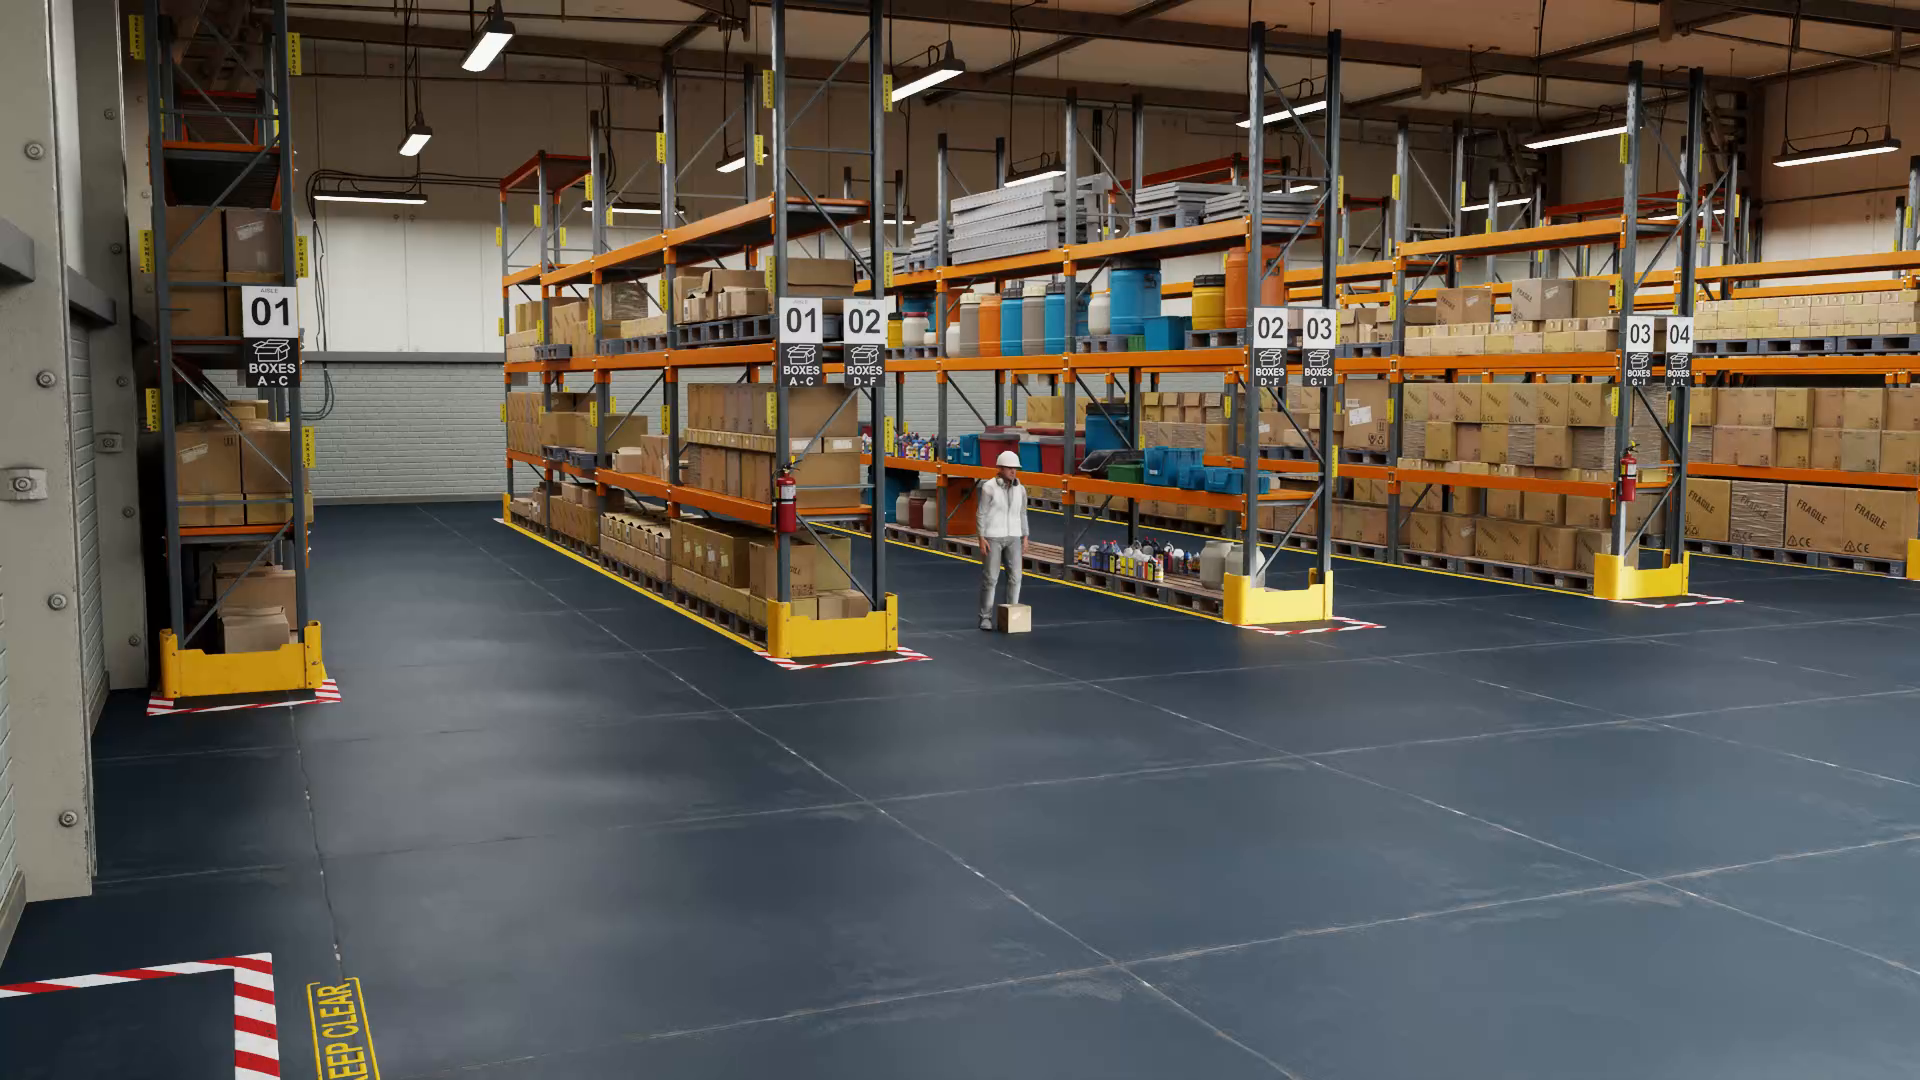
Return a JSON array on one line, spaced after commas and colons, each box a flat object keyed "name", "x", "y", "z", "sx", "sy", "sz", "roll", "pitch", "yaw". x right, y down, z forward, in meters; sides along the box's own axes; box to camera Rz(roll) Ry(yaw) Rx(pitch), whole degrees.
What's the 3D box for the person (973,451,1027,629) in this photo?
[{"name": "person", "x": 0.417, "y": -0.005, "z": 16.661, "sx": 0.578, "sy": 1.770, "sz": 0.469, "roll": -2, "pitch": 6, "yaw": -24}]
